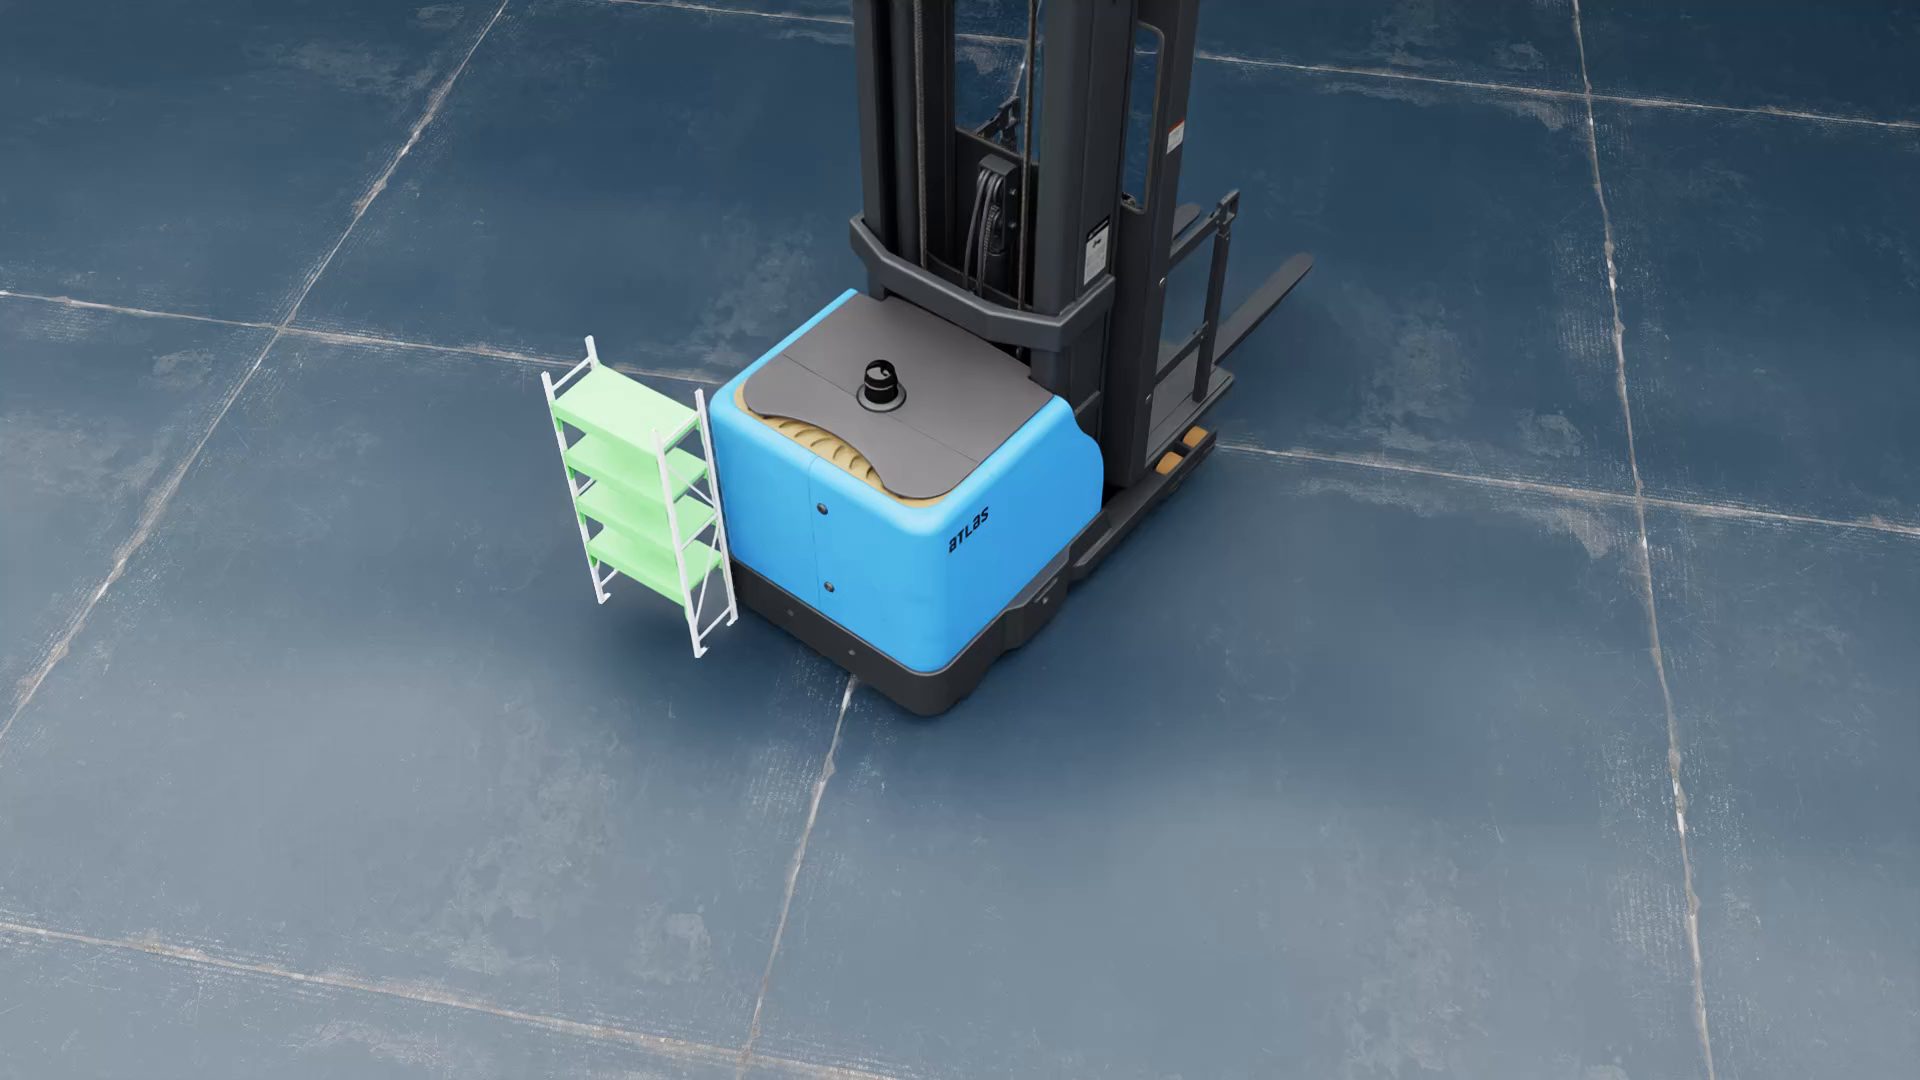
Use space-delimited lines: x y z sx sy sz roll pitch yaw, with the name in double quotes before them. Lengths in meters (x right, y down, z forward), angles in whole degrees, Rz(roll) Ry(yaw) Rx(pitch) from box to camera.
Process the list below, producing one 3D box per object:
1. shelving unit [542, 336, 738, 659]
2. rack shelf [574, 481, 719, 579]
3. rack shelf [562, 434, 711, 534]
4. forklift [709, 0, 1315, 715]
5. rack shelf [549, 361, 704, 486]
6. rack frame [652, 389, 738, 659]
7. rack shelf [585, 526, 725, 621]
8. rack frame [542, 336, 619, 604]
"shelving unit" -1.137 -0.127 6.030 0.503 1.200 0.258 26 53 22
"rack shelf" -1.137 -0.085 6.077 0.480 0.148 0.258 26 53 22
"rack shelf" -1.137 -0.245 5.899 0.480 0.148 0.258 26 53 22
"forklift" 0.421 -1.387 5.998 1.130 2.935 3.031 30 55 24
"rack shelf" -1.137 -0.405 5.720 0.480 0.148 0.258 26 53 22
"rack frame" -0.933 -0.027 5.939 0.015 1.200 0.240 26 53 22
"rack shelf" -1.137 0.076 6.256 0.480 0.148 0.258 26 53 22
"rack frame" -1.340 -0.228 6.120 0.015 1.200 0.240 26 53 22
